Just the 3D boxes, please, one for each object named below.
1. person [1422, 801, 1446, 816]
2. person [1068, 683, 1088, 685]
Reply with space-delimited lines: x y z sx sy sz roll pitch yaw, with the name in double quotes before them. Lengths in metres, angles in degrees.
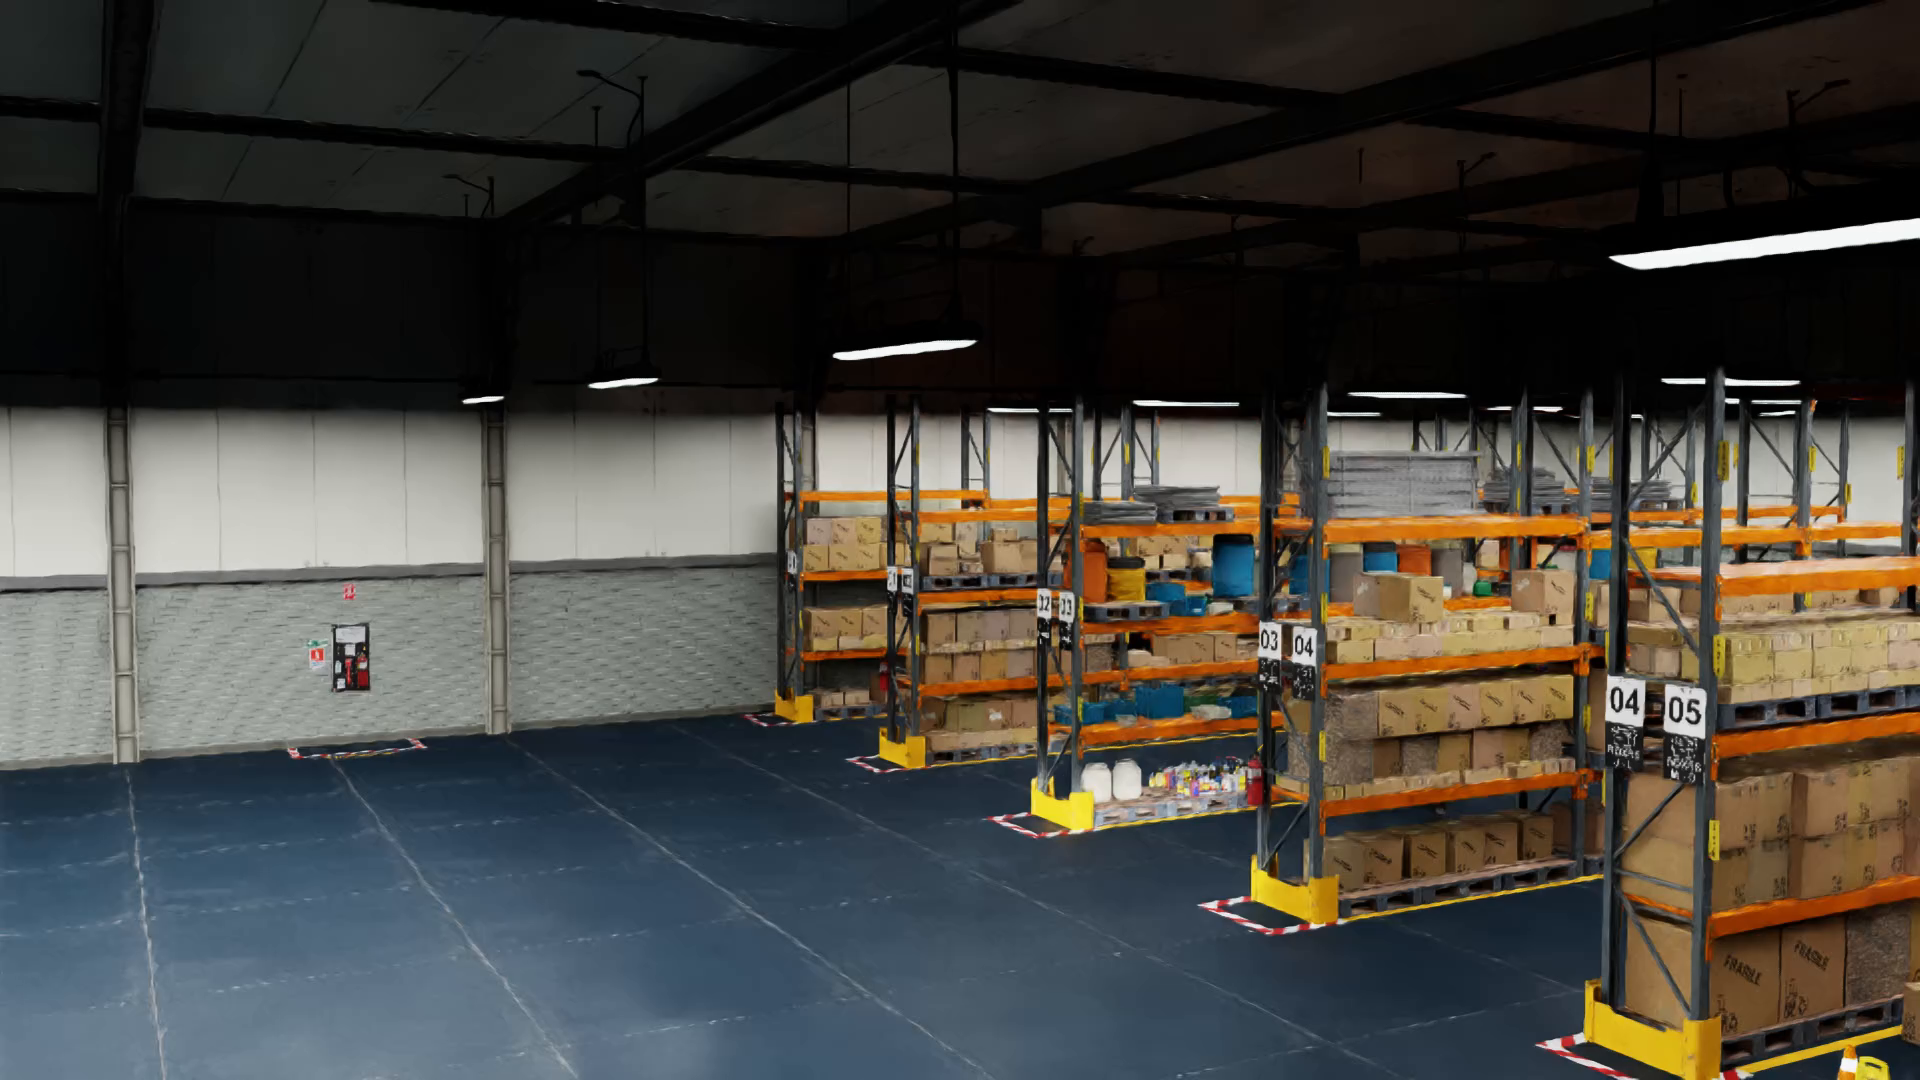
"person" 6.696 2.969 23.443 0.899 1.713 0.724 -3 4 -44
"person" 2.359 2.421 32.713 0.492 1.767 0.626 2 4 38
